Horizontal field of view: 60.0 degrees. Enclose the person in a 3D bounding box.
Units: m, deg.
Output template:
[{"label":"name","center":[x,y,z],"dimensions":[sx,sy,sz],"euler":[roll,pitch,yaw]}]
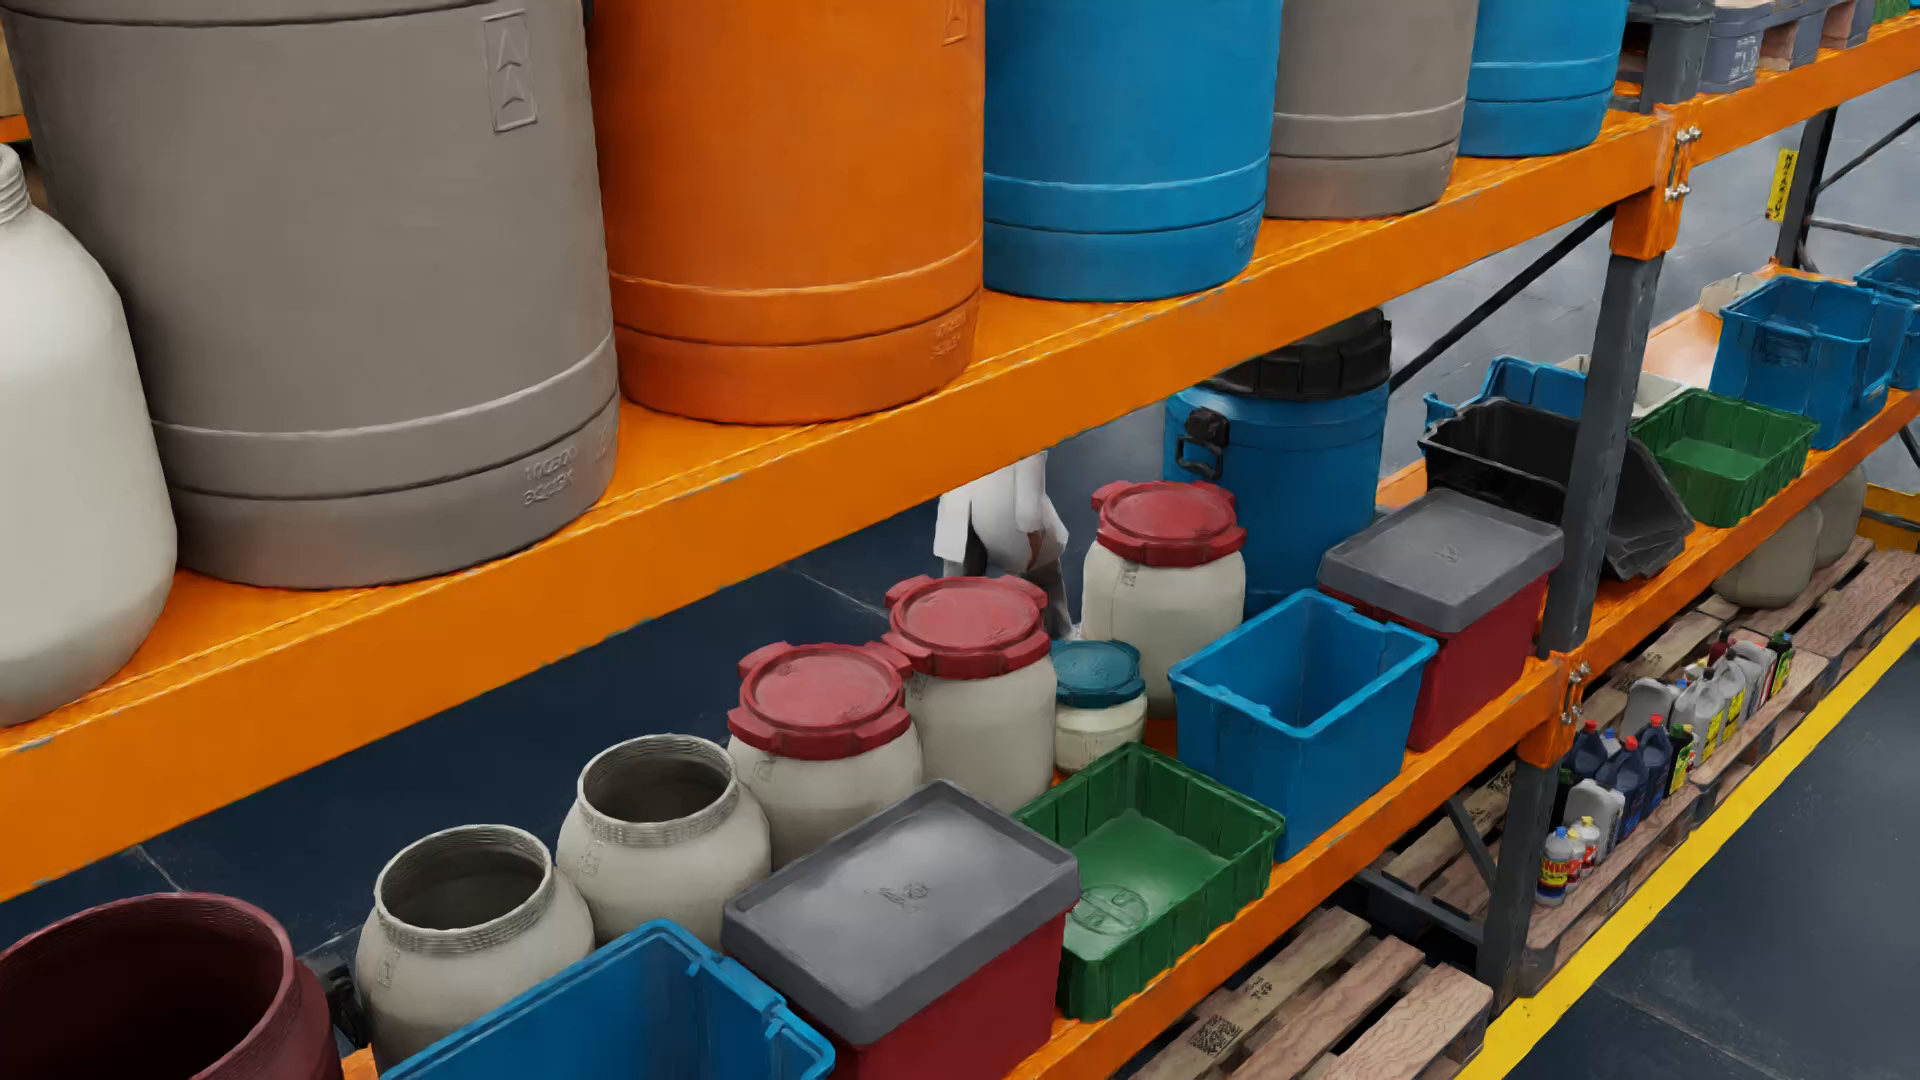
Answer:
[{"label":"person","center":[0.183,-0.196,6.495],"dimensions":[0.610,1.737,0.948],"euler":[18,32,31]}]
